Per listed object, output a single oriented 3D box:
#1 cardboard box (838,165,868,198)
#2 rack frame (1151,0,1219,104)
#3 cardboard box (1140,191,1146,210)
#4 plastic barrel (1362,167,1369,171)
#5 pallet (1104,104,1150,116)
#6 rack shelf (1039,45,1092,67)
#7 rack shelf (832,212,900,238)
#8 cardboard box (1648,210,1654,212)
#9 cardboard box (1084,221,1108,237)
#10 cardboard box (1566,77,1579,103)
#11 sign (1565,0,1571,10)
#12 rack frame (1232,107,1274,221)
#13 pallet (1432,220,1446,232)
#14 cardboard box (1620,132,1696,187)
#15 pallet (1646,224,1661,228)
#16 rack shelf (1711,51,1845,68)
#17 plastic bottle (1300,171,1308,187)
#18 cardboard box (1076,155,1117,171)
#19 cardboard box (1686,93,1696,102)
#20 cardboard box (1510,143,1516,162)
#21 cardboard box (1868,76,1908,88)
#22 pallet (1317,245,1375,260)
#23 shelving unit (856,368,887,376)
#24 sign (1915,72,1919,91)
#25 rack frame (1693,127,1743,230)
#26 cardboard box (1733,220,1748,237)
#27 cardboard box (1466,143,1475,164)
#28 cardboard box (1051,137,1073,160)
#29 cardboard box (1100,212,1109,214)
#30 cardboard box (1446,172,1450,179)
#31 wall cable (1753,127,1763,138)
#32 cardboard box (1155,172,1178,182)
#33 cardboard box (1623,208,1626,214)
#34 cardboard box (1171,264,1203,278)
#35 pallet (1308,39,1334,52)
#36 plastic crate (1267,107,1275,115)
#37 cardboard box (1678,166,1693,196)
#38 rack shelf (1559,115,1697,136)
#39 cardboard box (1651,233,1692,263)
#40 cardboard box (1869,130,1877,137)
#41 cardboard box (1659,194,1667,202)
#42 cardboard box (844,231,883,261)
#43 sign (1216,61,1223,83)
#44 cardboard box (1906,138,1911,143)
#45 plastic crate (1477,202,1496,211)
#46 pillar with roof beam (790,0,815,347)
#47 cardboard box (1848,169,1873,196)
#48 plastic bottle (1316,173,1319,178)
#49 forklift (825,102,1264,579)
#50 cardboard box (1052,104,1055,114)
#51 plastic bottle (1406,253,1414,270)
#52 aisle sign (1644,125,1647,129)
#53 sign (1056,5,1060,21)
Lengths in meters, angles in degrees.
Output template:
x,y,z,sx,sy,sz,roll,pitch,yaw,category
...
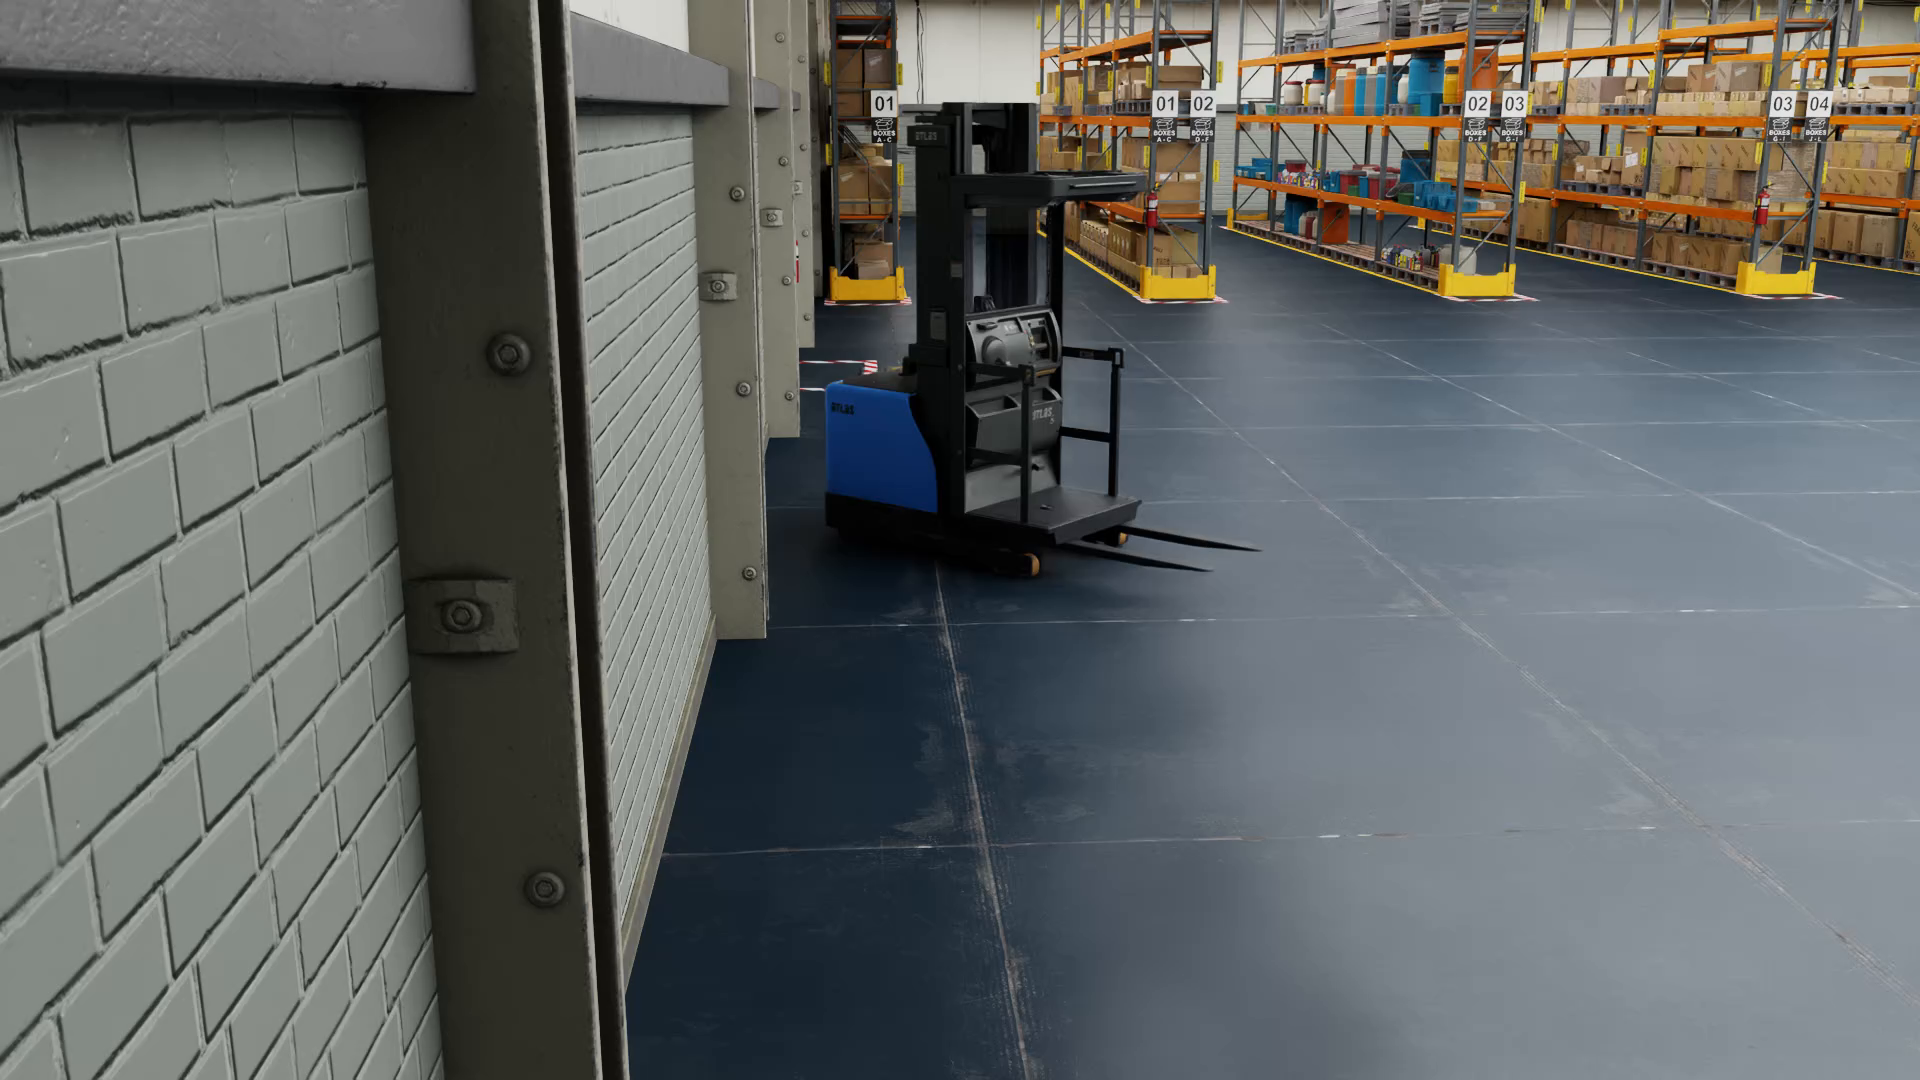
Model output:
x,y,z,sx,sy,sz,roll,pitch,yaw,category
-1.712,-5.676,26.321,0.500,0.500,0.500,-1,14,-4,cardboard box
3.473,-8.244,25.509,1.000,3.000,0.127,-1,14,-3,rack frame
3.395,-5.758,27.684,0.700,0.500,0.500,-1,14,-3,cardboard box
8.199,-7.206,33.287,0.421,0.512,0.421,0,14,0,plastic barrel
3.158,-7.913,30.625,0.805,0.209,1.217,-1,15,-6,pallet
2.606,-11.376,39.131,1.077,0.370,4.000,-1,14,-3,rack shelf
-1.595,-5.410,27.978,1.077,0.370,4.000,-1,14,-3,rack shelf
17.121,-8.170,40.944,0.380,0.149,0.250,-1,14,-3,cardboard box
2.758,-6.206,33.179,0.500,0.311,0.500,-1,14,-5,cardboard box
12.638,-9.103,33.662,0.500,0.500,0.500,-1,14,-3,cardboard box
12.311,-10.905,33.660,0.100,0.325,0.005,-1,14,-3,sign
7.426,-9.394,42.016,1.000,3.000,0.127,-1,14,-3,rack frame
12.497,-7.922,41.892,1.003,0.211,1.213,-1,14,-3,pallet
13.203,-7.179,31.363,1.000,1.000,1.000,-1,14,-3,cardboard box
17.418,-7.647,40.823,1.003,0.211,1.213,-1,14,-3,pallet
17.698,-10.393,36.105,1.077,0.370,4.000,-1,14,-3,rack shelf
7.432,-7.799,35.915,0.144,0.351,0.185,-1,14,-3,plastic bottle
2.826,-7.735,34.526,0.700,0.500,0.500,-6,16,-22,cardboard box
12.893,-7.712,28.962,0.380,0.149,0.250,-1,14,-4,cardboard box
12.696,-8.680,37.028,0.797,0.503,0.637,-1,14,-3,cardboard box
18.209,-8.857,32.665,0.500,0.500,0.500,-1,14,-3,cardboard box
7.931,-5.860,33.879,1.003,0.211,1.213,-1,14,-3,pallet
-0.644,-0.720,12.218,0.215,1.050,0.252,1,14,2,shelving unit
17.529,-8.382,30.394,0.100,0.325,0.005,-1,14,-3,sign
17.574,-8.527,38.646,1.000,3.000,0.127,-1,14,-3,rack frame
17.443,-6.945,36.672,0.500,0.500,0.500,-2,15,-6,cardboard box
12.295,-9.145,39.247,0.500,0.500,0.500,-1,14,-3,cardboard box
2.406,-9.105,38.687,0.500,0.500,0.500,-1,14,-5,cardboard box
3.099,-6.960,36.689,0.500,0.500,0.500,-1,14,-3,cardboard box
12.144,-8.935,40.738,0.380,0.149,0.250,-1,14,-4,cardboard box
23.303,-11.542,48.326,0.588,1.984,0.122,-1,14,-3,wall cable
3.259,-5.793,26.521,0.380,0.149,0.250,-1,14,-4,cardboard box
17.102,-8.354,42.257,0.380,0.149,0.250,0,14,-1,cardboard box
3.662,-4.347,27.078,0.500,0.250,0.500,-1,14,-3,cardboard box
7.908,-10.204,34.308,1.213,0.211,1.003,-1,14,-3,pallet
7.346,-9.850,38.193,0.450,0.188,0.662,-1,14,-3,plastic crate
13.206,-6.318,29.263,0.875,0.500,0.500,-1,14,-3,cardboard box
12.989,-8.087,32.363,1.077,0.370,4.000,-1,14,-3,rack shelf
13.098,-5.378,30.584,0.500,0.500,0.500,-1,14,-5,cardboard box
22.173,-9.800,40.088,0.380,0.149,0.250,-1,14,-4,cardboard box
12.872,-6.182,30.037,0.380,0.149,0.250,-1,14,-3,cardboard box
-1.781,-5.441,30.789,0.700,0.500,0.500,0,14,-2,cardboard box
4.028,-7.260,25.791,0.100,0.325,0.005,-1,14,-3,sign
22.249,-9.047,38.461,0.500,0.500,0.500,-1,14,-3,cardboard box
8.683,-5.514,27.467,0.298,0.136,0.250,-1,14,-3,plastic crate
2.291,-6.902,20.291,9.100,9.000,0.400,-1,14,-3,pillar with roof beam
17.708,-6.962,32.366,0.500,0.500,0.500,-1,14,-3,cardboard box
7.951,-8.021,36.938,0.097,0.271,0.097,0,14,0,plastic bottle
0.520,-1.321,10.778,3.031,2.935,1.130,11,18,38,forklift
2.414,-9.945,38.439,0.500,0.250,0.500,-1,14,-3,cardboard box
7.869,-4.856,28.963,0.152,0.276,0.135,-1,14,-5,plastic bottle
17.621,-10.803,42.277,0.394,0.787,0.004,-1,14,-3,aisle sign
2.187,-11.715,36.967,0.100,0.325,0.005,-1,14,-3,sign
